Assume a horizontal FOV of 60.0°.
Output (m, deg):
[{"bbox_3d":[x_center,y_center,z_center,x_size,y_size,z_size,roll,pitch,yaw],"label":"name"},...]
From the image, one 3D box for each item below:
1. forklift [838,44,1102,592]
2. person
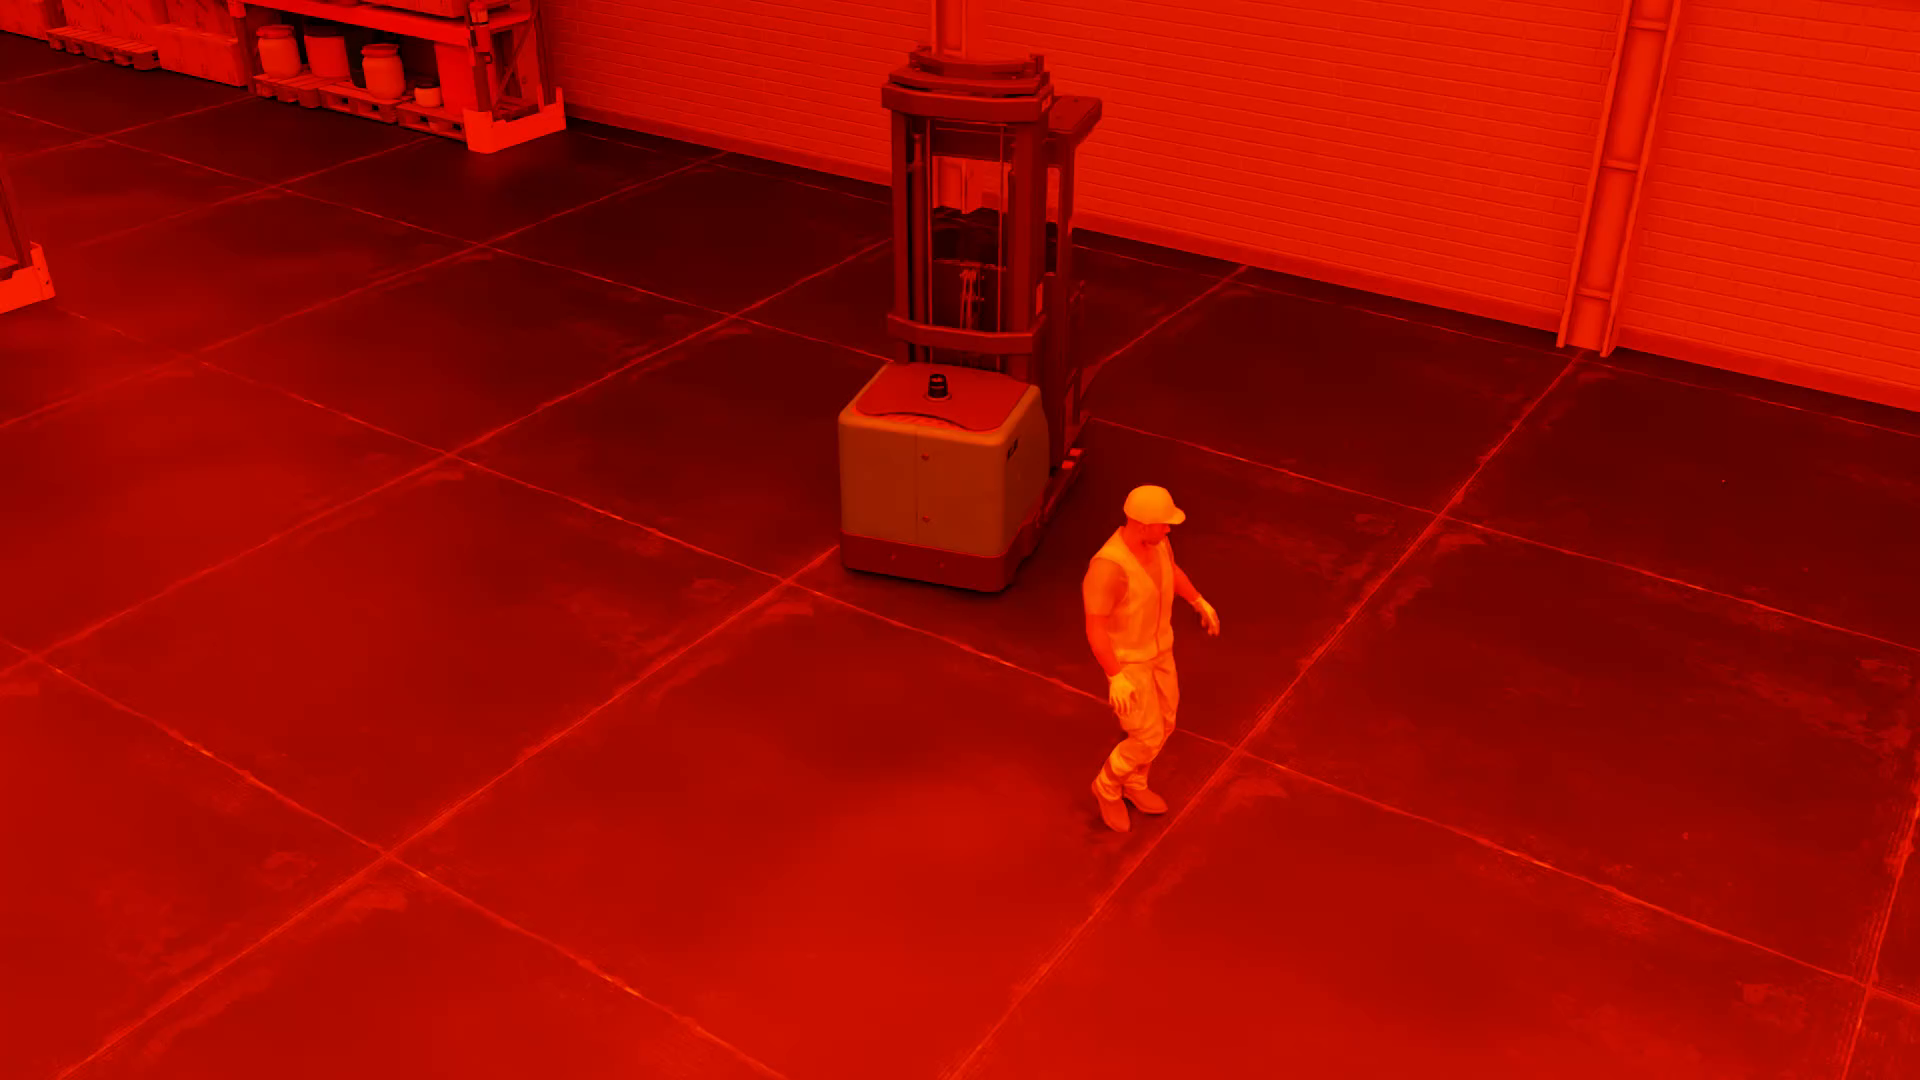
[{"bbox_3d":[0.223,-1.687,10.486,1.130,2.935,3.031,10,31,16],"label":"forklift"},{"bbox_3d":[0.900,0.537,7.843,0.483,1.773,0.838,26,39,37],"label":"person"}]
